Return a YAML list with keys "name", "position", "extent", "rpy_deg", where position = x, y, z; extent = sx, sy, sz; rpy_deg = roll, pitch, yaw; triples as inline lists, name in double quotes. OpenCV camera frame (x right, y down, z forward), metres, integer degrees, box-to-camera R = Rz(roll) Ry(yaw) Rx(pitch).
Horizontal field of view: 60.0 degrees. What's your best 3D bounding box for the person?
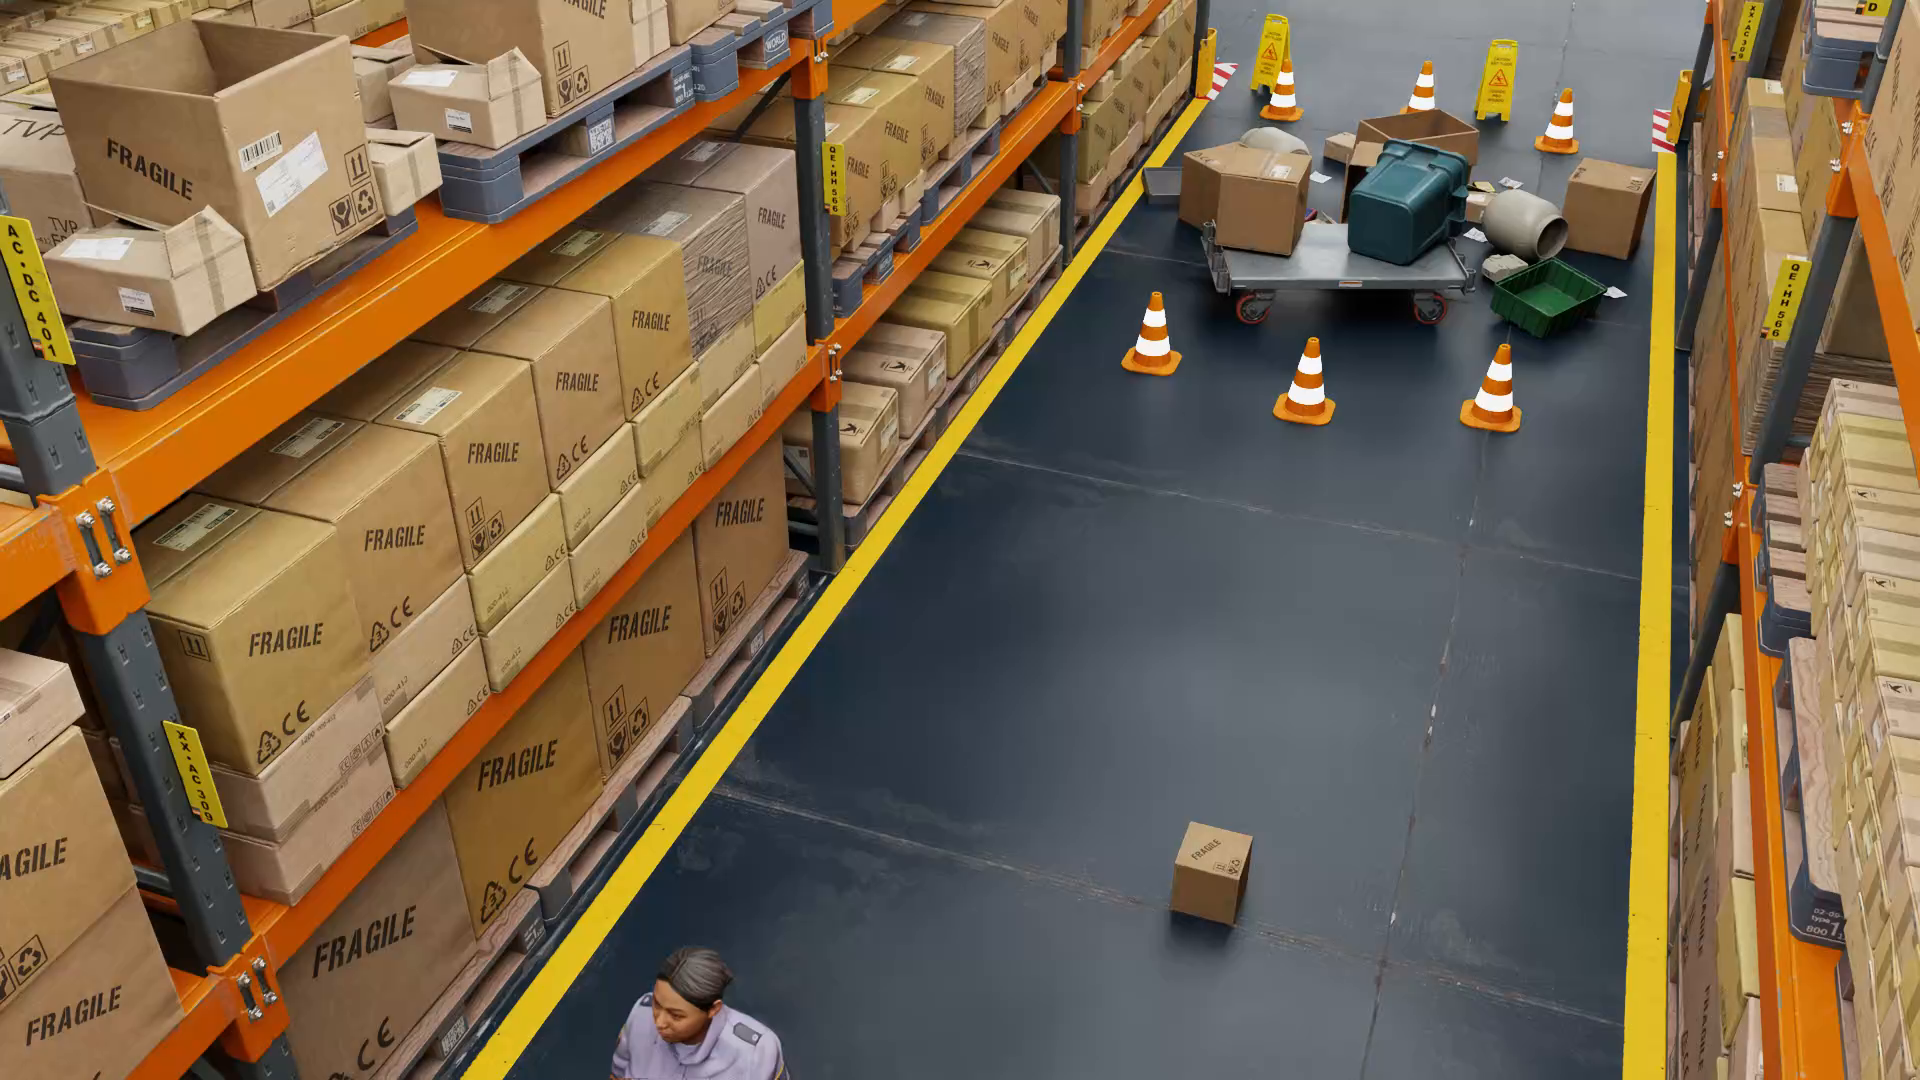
- name: "person"
  position: [-0.740, 1.725, 4.537]
  extent: [0.496, 1.566, 1.030]
  rpy_deg: [17, 37, 24]
